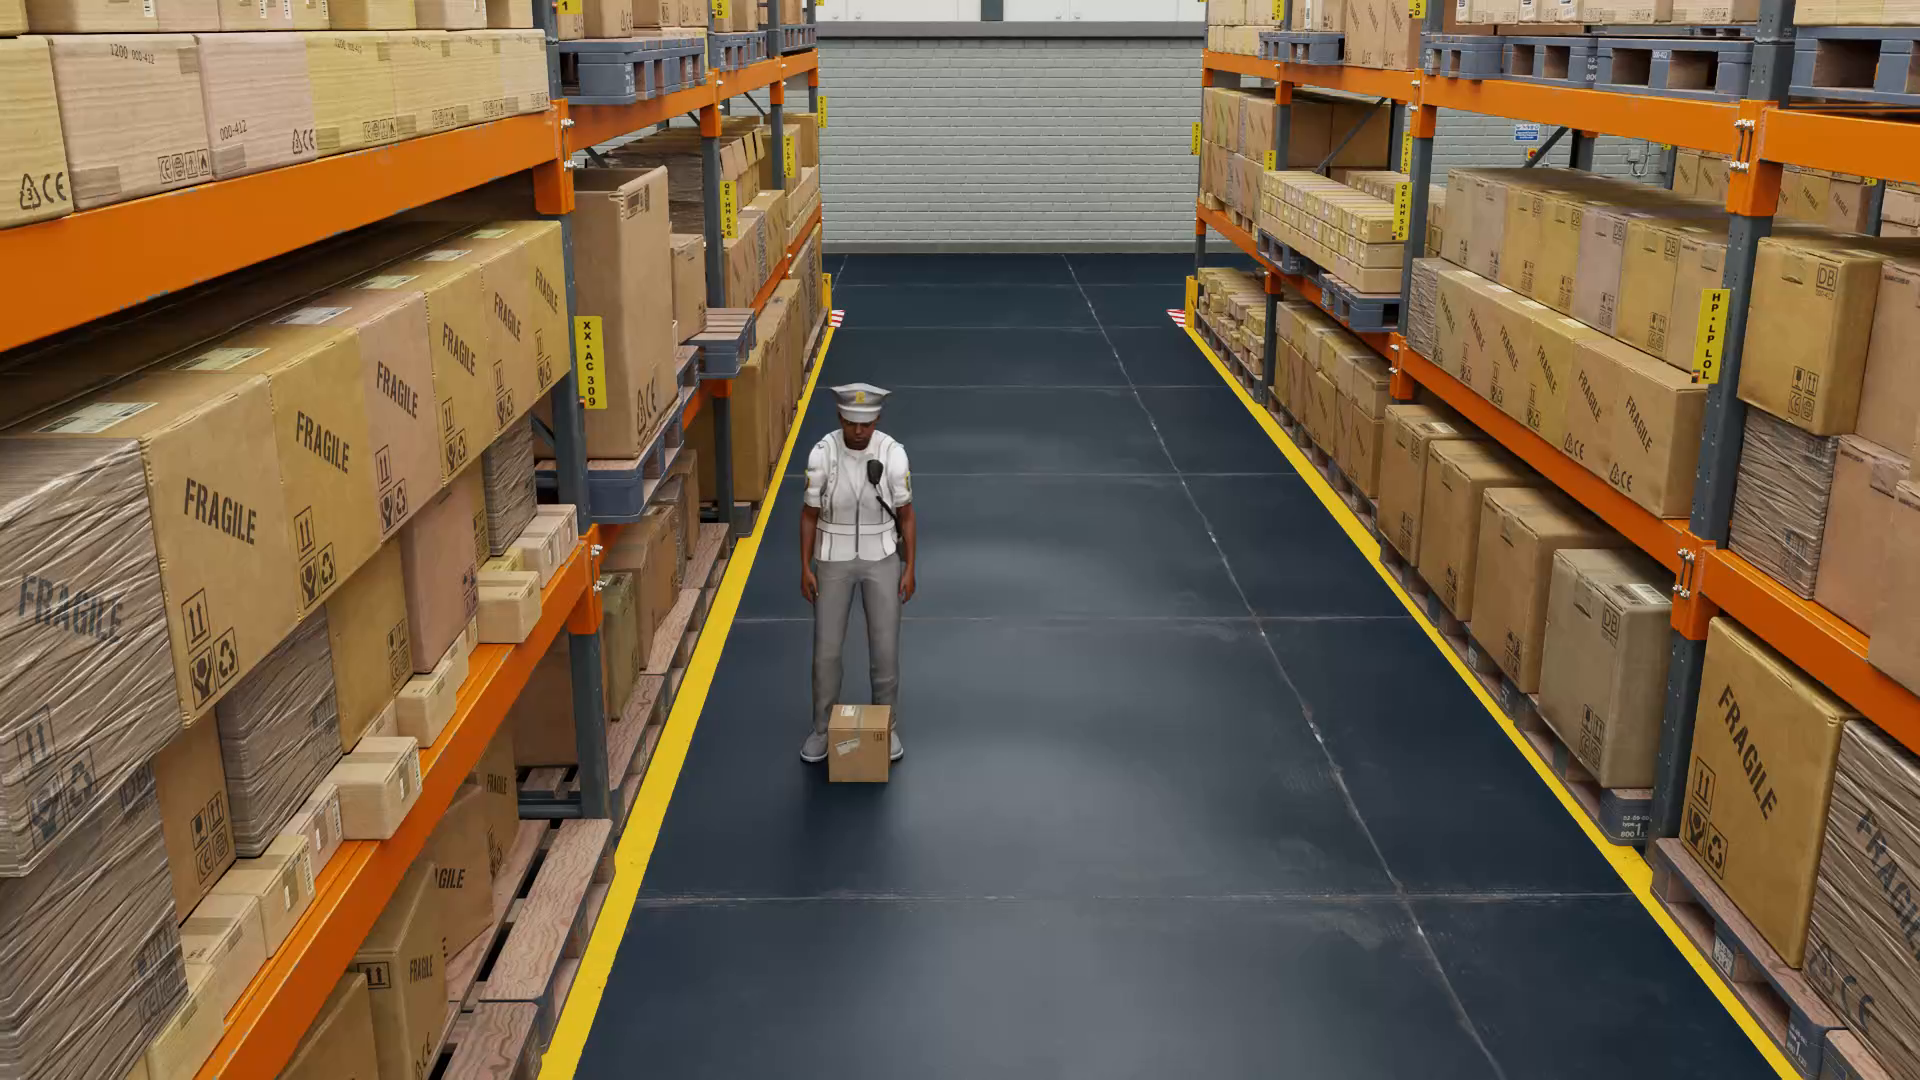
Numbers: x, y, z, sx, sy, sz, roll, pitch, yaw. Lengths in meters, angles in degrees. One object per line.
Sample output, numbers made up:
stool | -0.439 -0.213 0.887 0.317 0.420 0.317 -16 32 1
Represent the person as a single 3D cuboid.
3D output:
person | -0.444 0.141 7.094 0.511 1.657 0.323 0 17 -1
